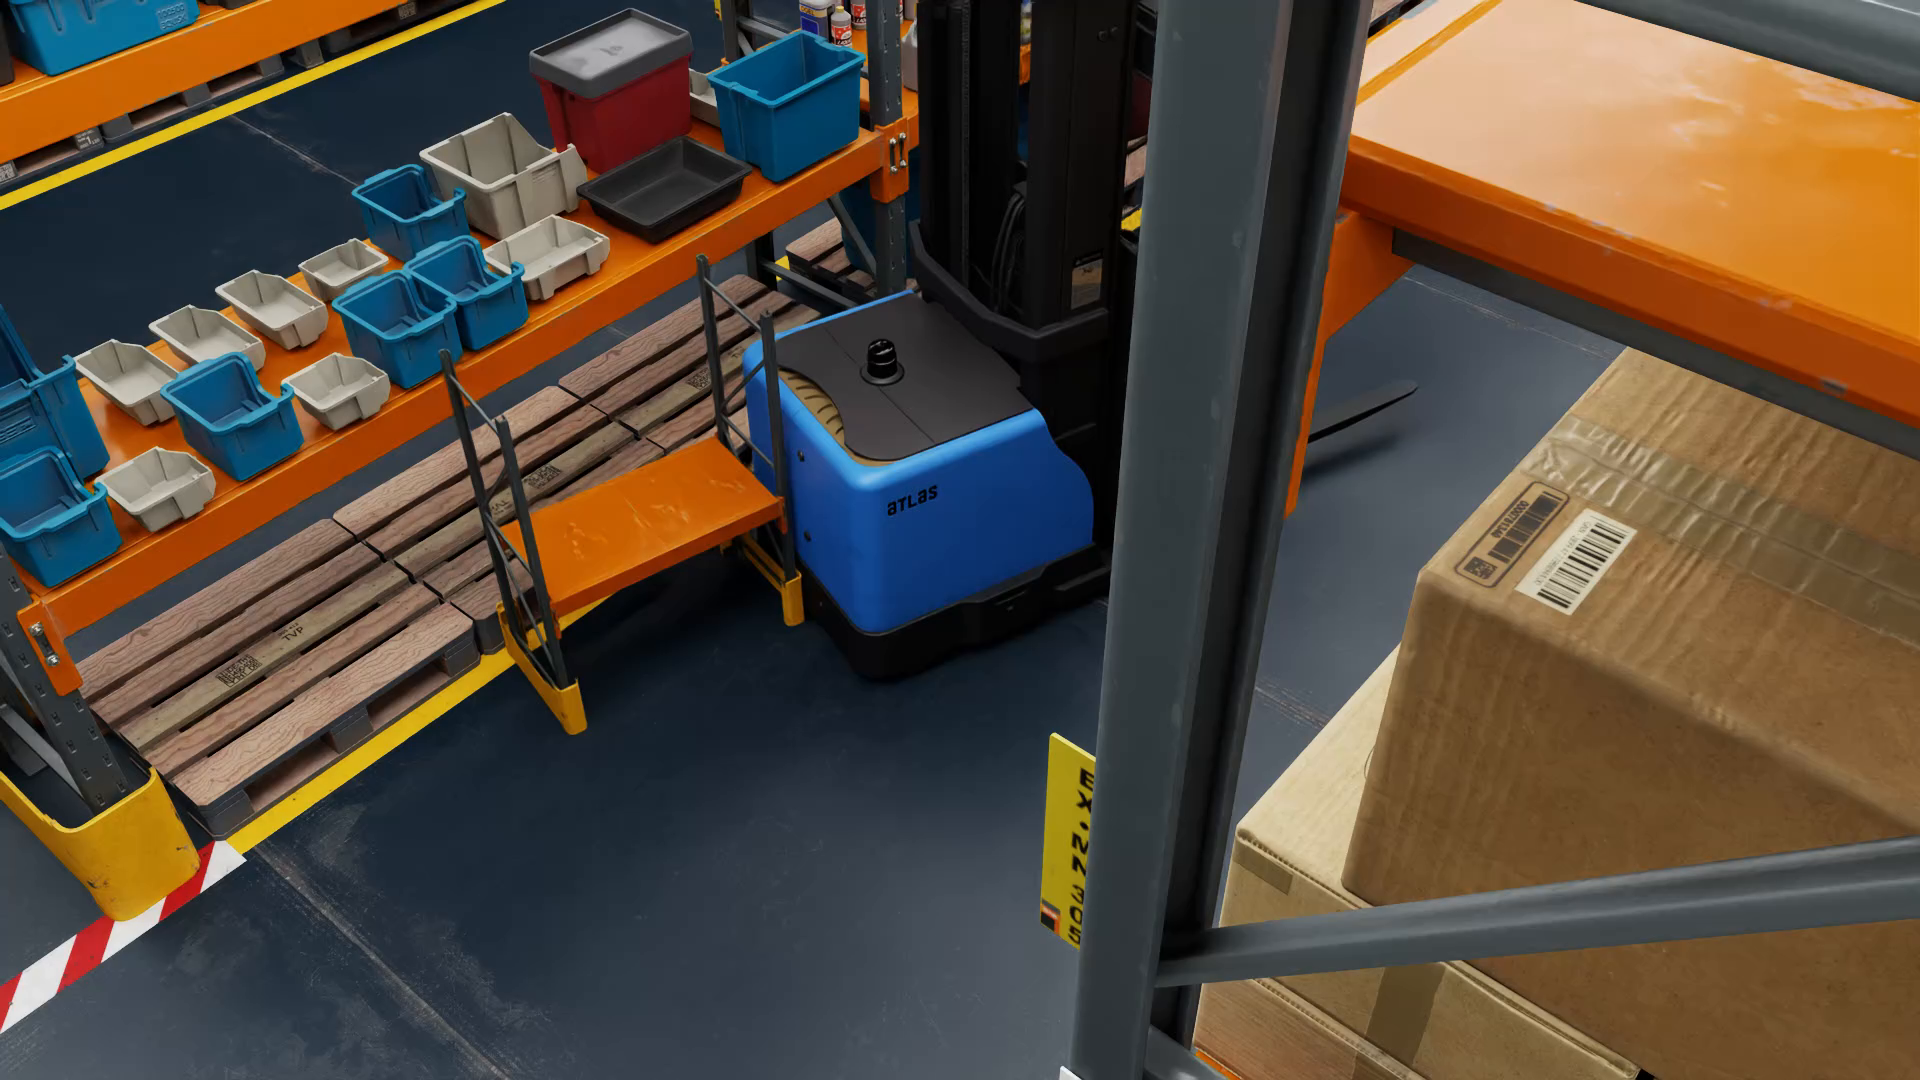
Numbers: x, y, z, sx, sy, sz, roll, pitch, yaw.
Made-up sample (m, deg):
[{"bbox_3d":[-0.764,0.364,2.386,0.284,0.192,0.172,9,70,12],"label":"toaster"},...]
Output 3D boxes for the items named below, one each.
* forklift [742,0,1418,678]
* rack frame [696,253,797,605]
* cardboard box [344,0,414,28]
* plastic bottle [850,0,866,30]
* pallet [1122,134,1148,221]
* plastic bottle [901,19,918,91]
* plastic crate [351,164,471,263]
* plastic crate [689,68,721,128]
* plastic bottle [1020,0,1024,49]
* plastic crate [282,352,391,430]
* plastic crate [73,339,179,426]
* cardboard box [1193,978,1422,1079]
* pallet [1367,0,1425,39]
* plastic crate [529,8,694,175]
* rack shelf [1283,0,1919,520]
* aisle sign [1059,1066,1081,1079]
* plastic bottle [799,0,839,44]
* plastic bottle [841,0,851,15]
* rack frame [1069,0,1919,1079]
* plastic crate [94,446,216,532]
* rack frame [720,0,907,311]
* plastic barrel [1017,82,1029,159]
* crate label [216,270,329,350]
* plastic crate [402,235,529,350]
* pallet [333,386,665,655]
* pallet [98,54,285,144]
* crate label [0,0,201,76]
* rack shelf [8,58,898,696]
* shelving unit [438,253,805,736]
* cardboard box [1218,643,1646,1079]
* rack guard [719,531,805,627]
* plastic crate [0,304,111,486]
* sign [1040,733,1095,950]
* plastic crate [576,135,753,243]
[{"bbox_3d":[0.659,-1.292,6.493,3.031,2.935,1.130,-22,47,-23],"label":"forklift"},{"bbox_3d":[-0.824,-0.374,6.547,0.032,1.500,0.500,-26,48,-26],"label":"rack frame"},{"bbox_3d":[-4.067,-4.034,10.724,1.225,0.875,0.875,30,50,29],"label":"cardboard box"},{"bbox_3d":[-0.480,-2.565,7.989,0.097,0.201,0.097,0,42,0],"label":"plastic bottle"},{"bbox_3d":[0.641,-2.160,9.469,1.003,0.211,1.213,29,50,28],"label":"pallet"},{"bbox_3d":[-0.172,-2.225,7.504,0.144,0.351,0.185,29,50,28],"label":"plastic bottle"},{"bbox_3d":[-2.121,-1.251,6.476,0.416,0.233,0.300,29,50,28],"label":"plastic crate"},{"bbox_3d":[-1.081,-1.929,7.293,0.396,0.136,0.243,29,50,28],"label":"plastic crate"},{"bbox_3d":[0.248,-2.444,7.804,0.097,0.271,0.097,0,42,0],"label":"plastic bottle"},{"bbox_3d":[-2.129,-0.510,5.733,0.250,0.136,0.298,29,50,28],"label":"plastic crate"},{"bbox_3d":[-2.860,-0.545,5.771,0.396,0.136,0.243,29,50,28],"label":"plastic crate"},{"bbox_3d":[0.671,0.591,2.252,0.500,0.250,0.500,29,50,28],"label":"cardboard box"},{"bbox_3d":[2.430,-3.592,11.043,1.003,0.211,1.213,29,50,28],"label":"pallet"},{"bbox_3d":[-1.439,-1.877,6.992,0.402,0.464,0.583,29,50,28],"label":"plastic crate"},{"bbox_3d":[1.829,-0.958,2.152,1.077,0.370,4.000,29,50,28],"label":"rack shelf"},{"bbox_3d":[0.264,0.965,2.027,0.394,0.787,0.004,29,50,28],"label":"aisle sign"},{"bbox_3d":[-0.666,-2.479,7.839,0.152,0.276,0.135,29,50,28],"label":"plastic bottle"},{"bbox_3d":[-0.552,-2.621,7.989,0.061,0.283,0.133,29,50,28],"label":"plastic bottle"},{"bbox_3d":[0.542,-0.195,0.776,1.000,3.000,0.127,29,50,28],"label":"rack frame"},{"bbox_3d":[-2.566,-0.161,5.349,0.250,0.136,0.298,29,50,28],"label":"plastic crate"},{"bbox_3d":[-0.672,-2.182,7.420,1.000,3.000,0.127,29,50,28],"label":"rack frame"},{"bbox_3d":[0.146,-2.198,8.686,0.600,0.901,0.708,29,50,28],"label":"plastic barrel"},{"bbox_3d":[-2.502,-0.842,6.098,0.396,0.136,0.243,29,50,28],"label":"crate label"},{"bbox_3d":[-1.795,-0.900,6.090,0.416,0.233,0.300,29,50,28],"label":"plastic crate"},{"bbox_3d":[-1.901,-0.124,7.229,1.003,0.211,1.213,29,50,28],"label":"pallet"},{"bbox_3d":[-5.013,-2.937,10.323,1.003,0.211,1.213,29,50,28],"label":"pallet"},{"bbox_3d":[-2.406,-1.512,4.564,0.408,0.251,0.502,29,50,28],"label":"crate label"},{"bbox_3d":[-1.960,-0.886,6.529,1.077,0.370,4.000,29,50,28],"label":"rack shelf"},{"bbox_3d":[-1.241,-0.168,6.320,1.083,1.500,0.587,-26,48,-26],"label":"shelving unit"},{"bbox_3d":[0.678,0.410,2.080,0.500,0.250,0.500,29,50,28],"label":"cardboard box"},{"bbox_3d":[-0.840,0.096,6.959,0.087,0.250,0.587,-26,48,-26],"label":"rack guard"},{"bbox_3d":[-3.174,-0.411,5.401,0.616,0.435,0.499,29,50,28],"label":"plastic crate"},{"bbox_3d":[0.130,0.336,1.763,0.100,0.325,0.005,29,50,28],"label":"sign"},{"bbox_3d":[-1.187,-1.410,6.731,0.437,0.125,0.590,29,50,28],"label":"plastic crate"}]
